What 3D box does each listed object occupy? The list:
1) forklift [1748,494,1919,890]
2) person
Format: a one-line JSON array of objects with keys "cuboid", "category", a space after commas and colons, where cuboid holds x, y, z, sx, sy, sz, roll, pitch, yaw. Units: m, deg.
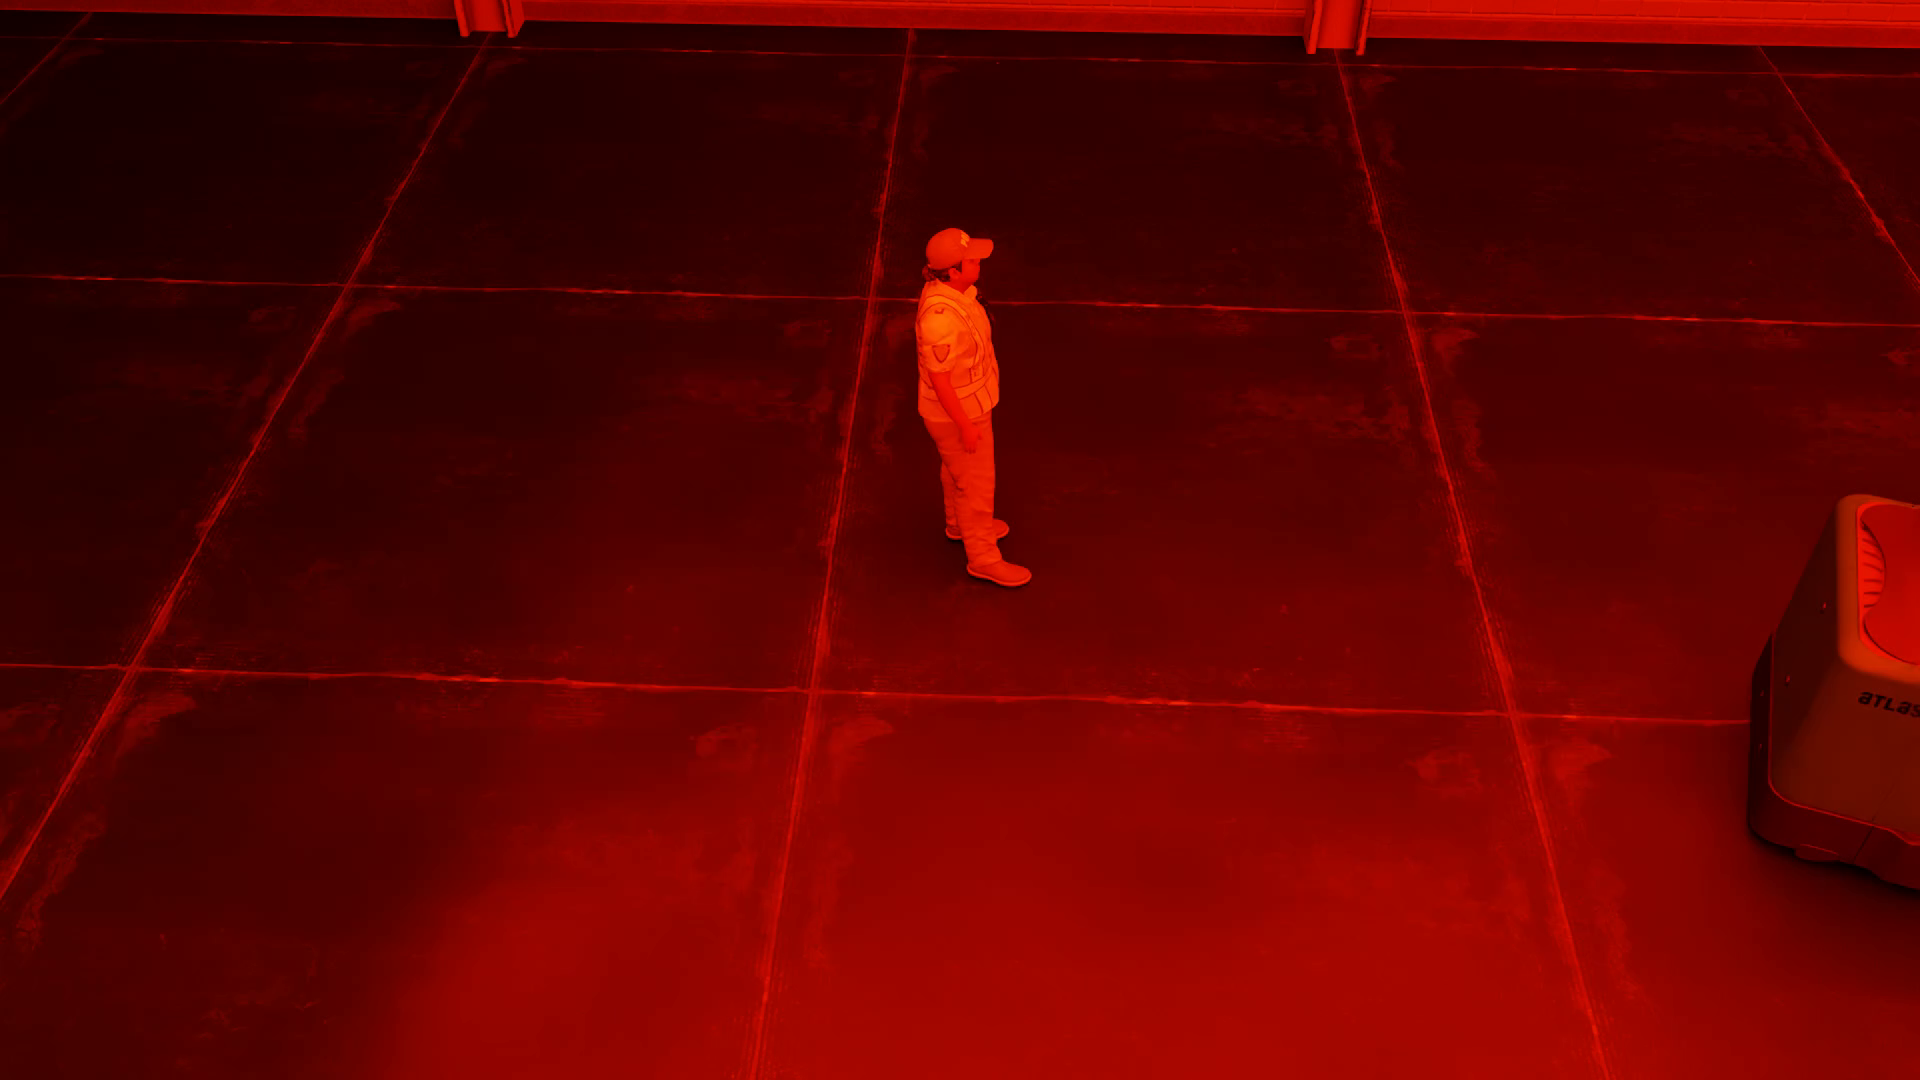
[{"cuboid": [4.695, 0.169, 5.557, 3.031, 2.935, 1.130, 14, 44, 15], "category": "forklift"}, {"cuboid": [0.075, -0.603, 7.330, 0.529, 1.670, 0.598, 2, 42, 2], "category": "person"}]
